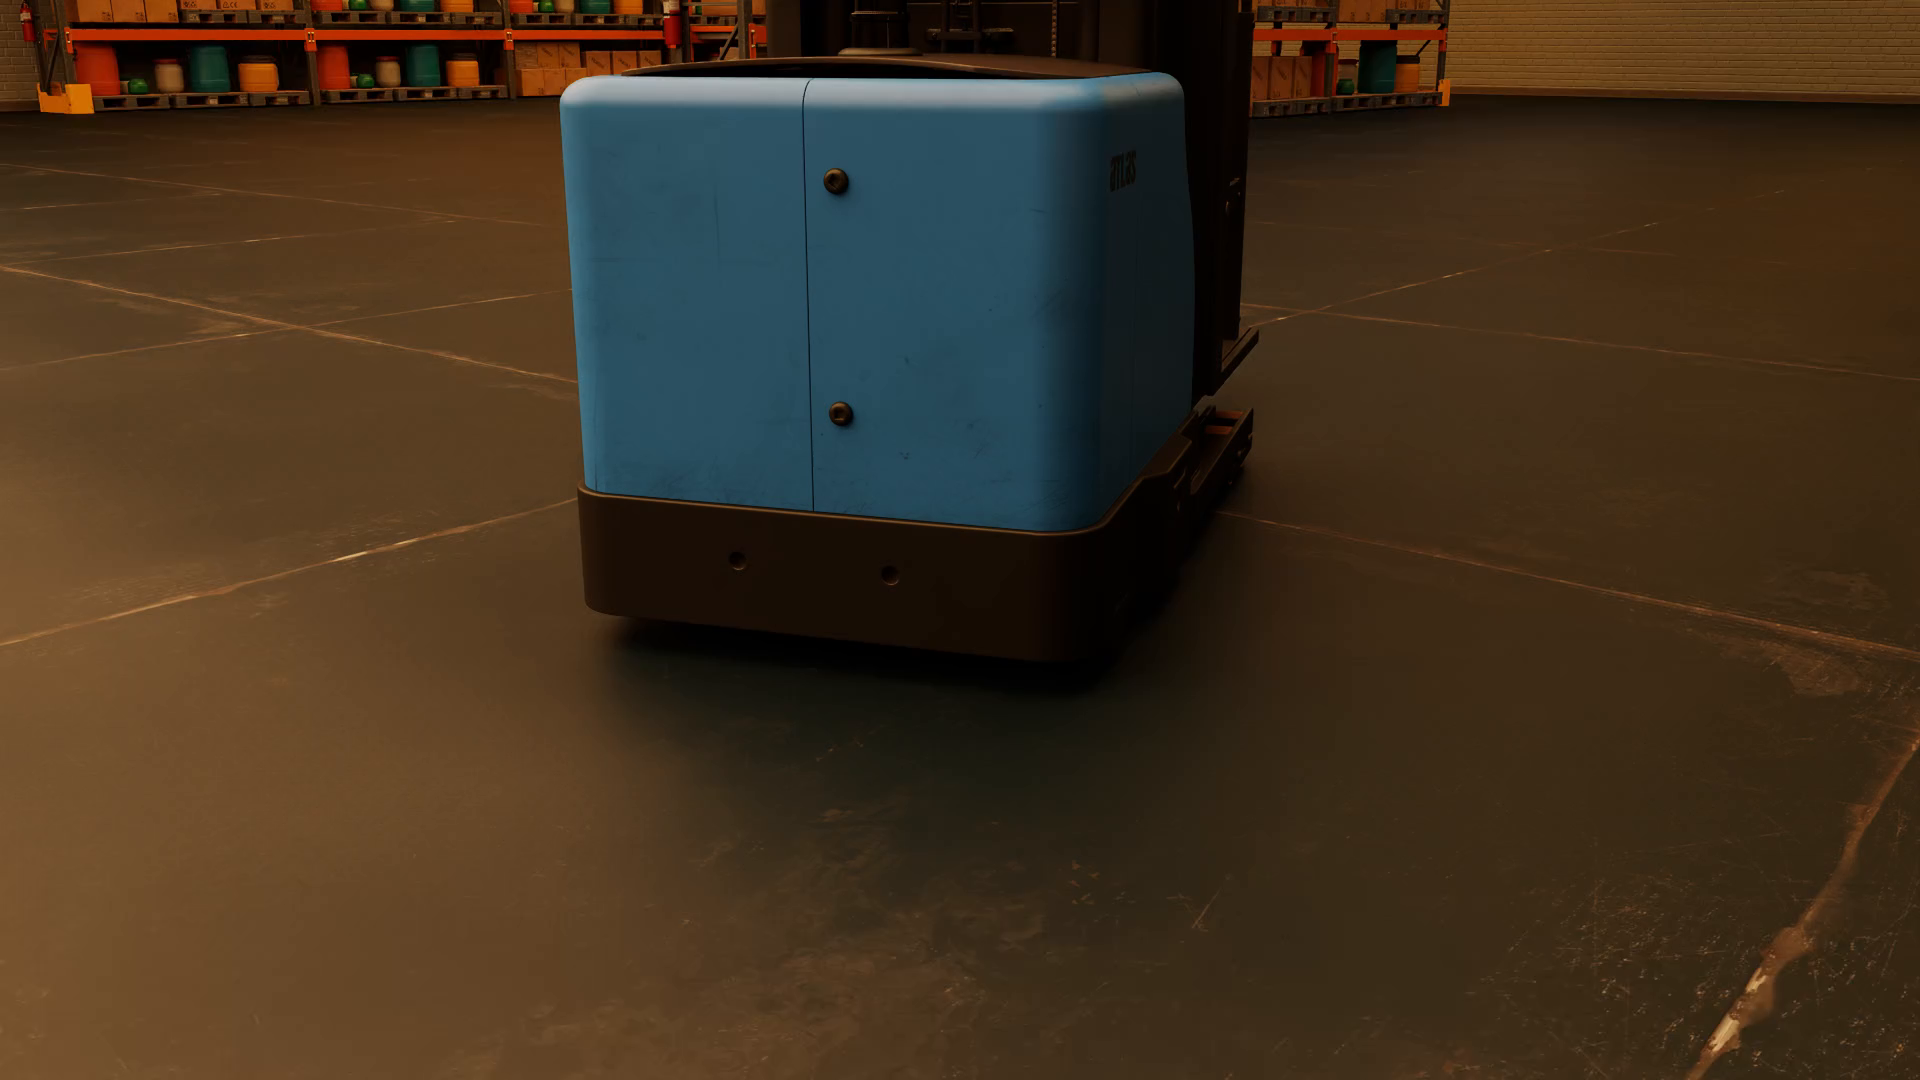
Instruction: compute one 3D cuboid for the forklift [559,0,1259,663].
[{"bbox_3d":[0.182,-1.571,4.072,1.130,2.935,3.031,5,18,17],"label":"forklift"}]
